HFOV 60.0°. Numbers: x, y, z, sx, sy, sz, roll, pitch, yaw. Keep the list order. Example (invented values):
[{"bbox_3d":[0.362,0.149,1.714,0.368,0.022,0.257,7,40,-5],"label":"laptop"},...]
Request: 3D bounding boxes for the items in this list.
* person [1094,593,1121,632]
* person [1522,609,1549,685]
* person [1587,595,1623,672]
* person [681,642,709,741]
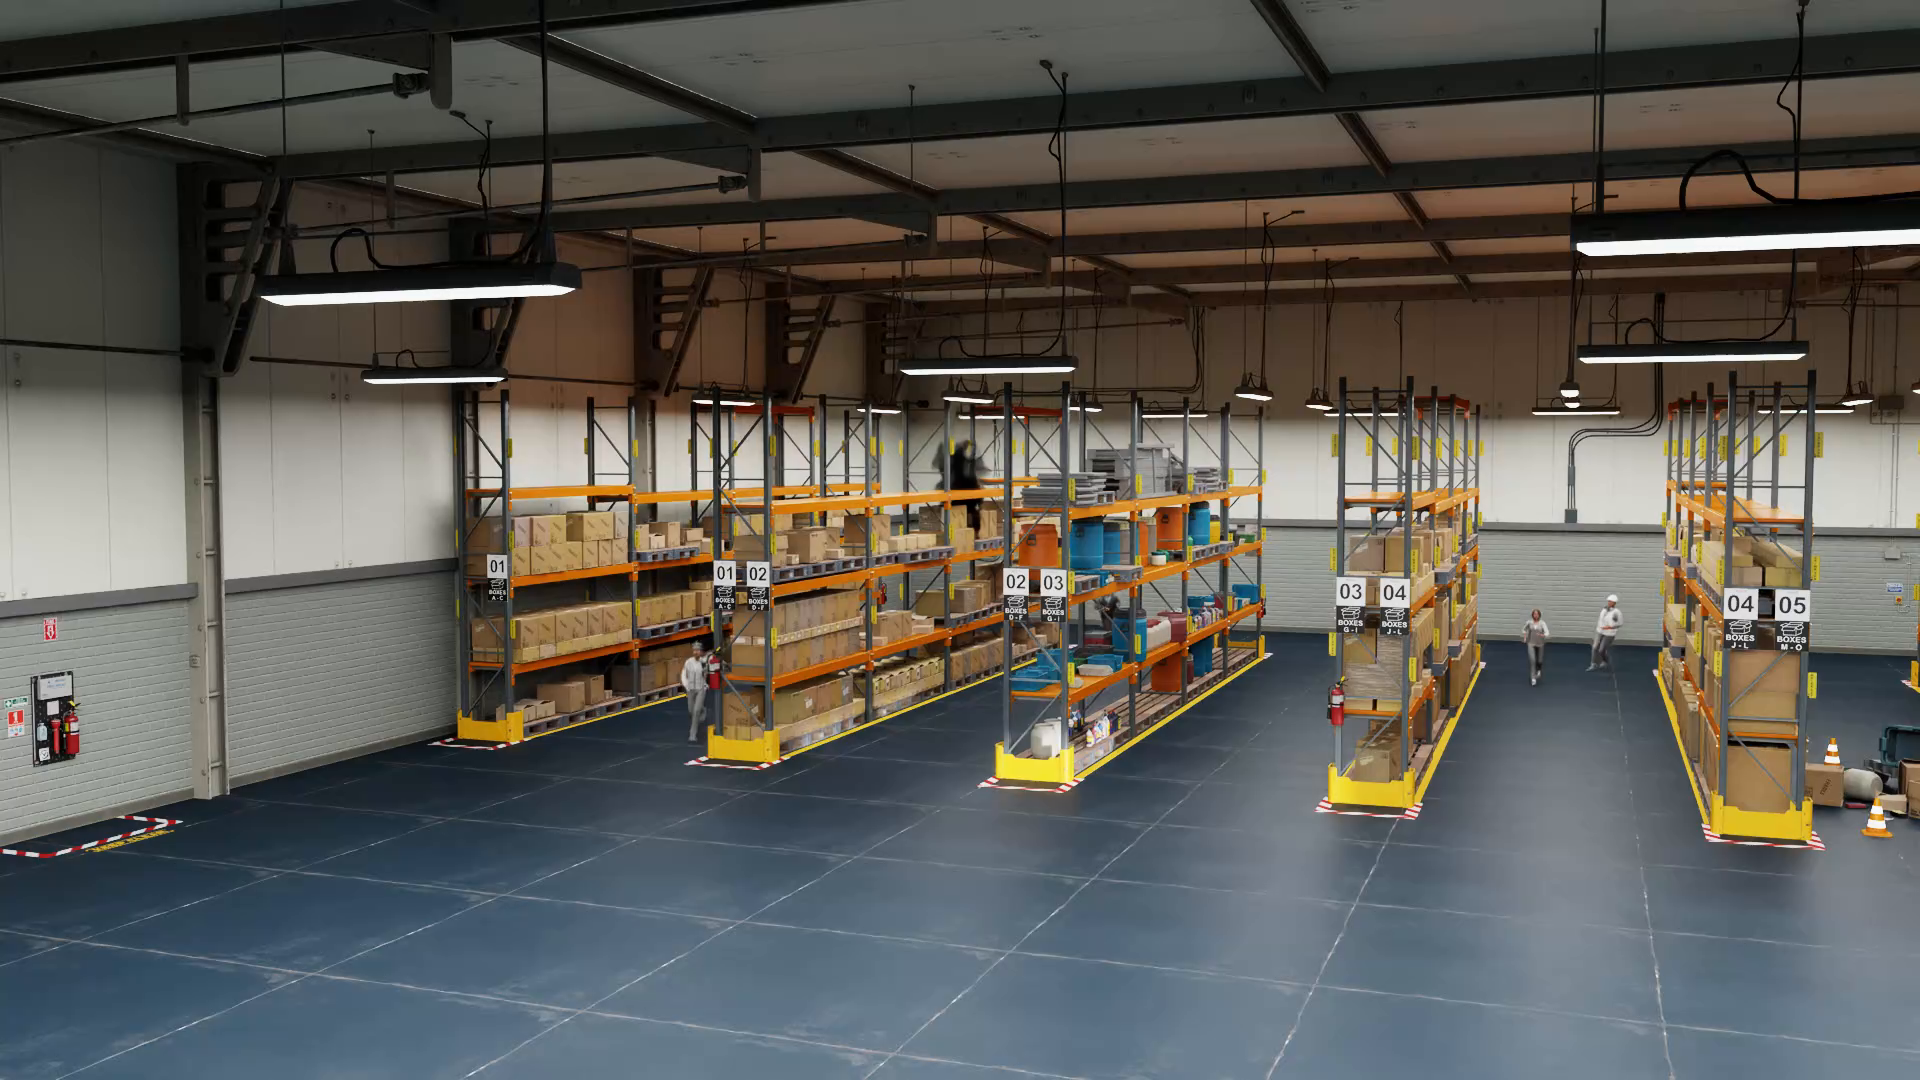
[{"bbox_3d":[3.618,1.923,40.737,0.689,1.691,0.902,0,3,-1],"label":"person"},{"bbox_3d":[12.241,2.253,35.378,0.546,1.574,0.857,1,3,17],"label":"person"},{"bbox_3d":[14.513,2.092,37.246,0.725,1.729,0.678,-2,4,-33],"label":"person"},{"bbox_3d":[-4.550,2.605,28.858,0.602,1.686,0.928,1,3,13],"label":"person"}]
